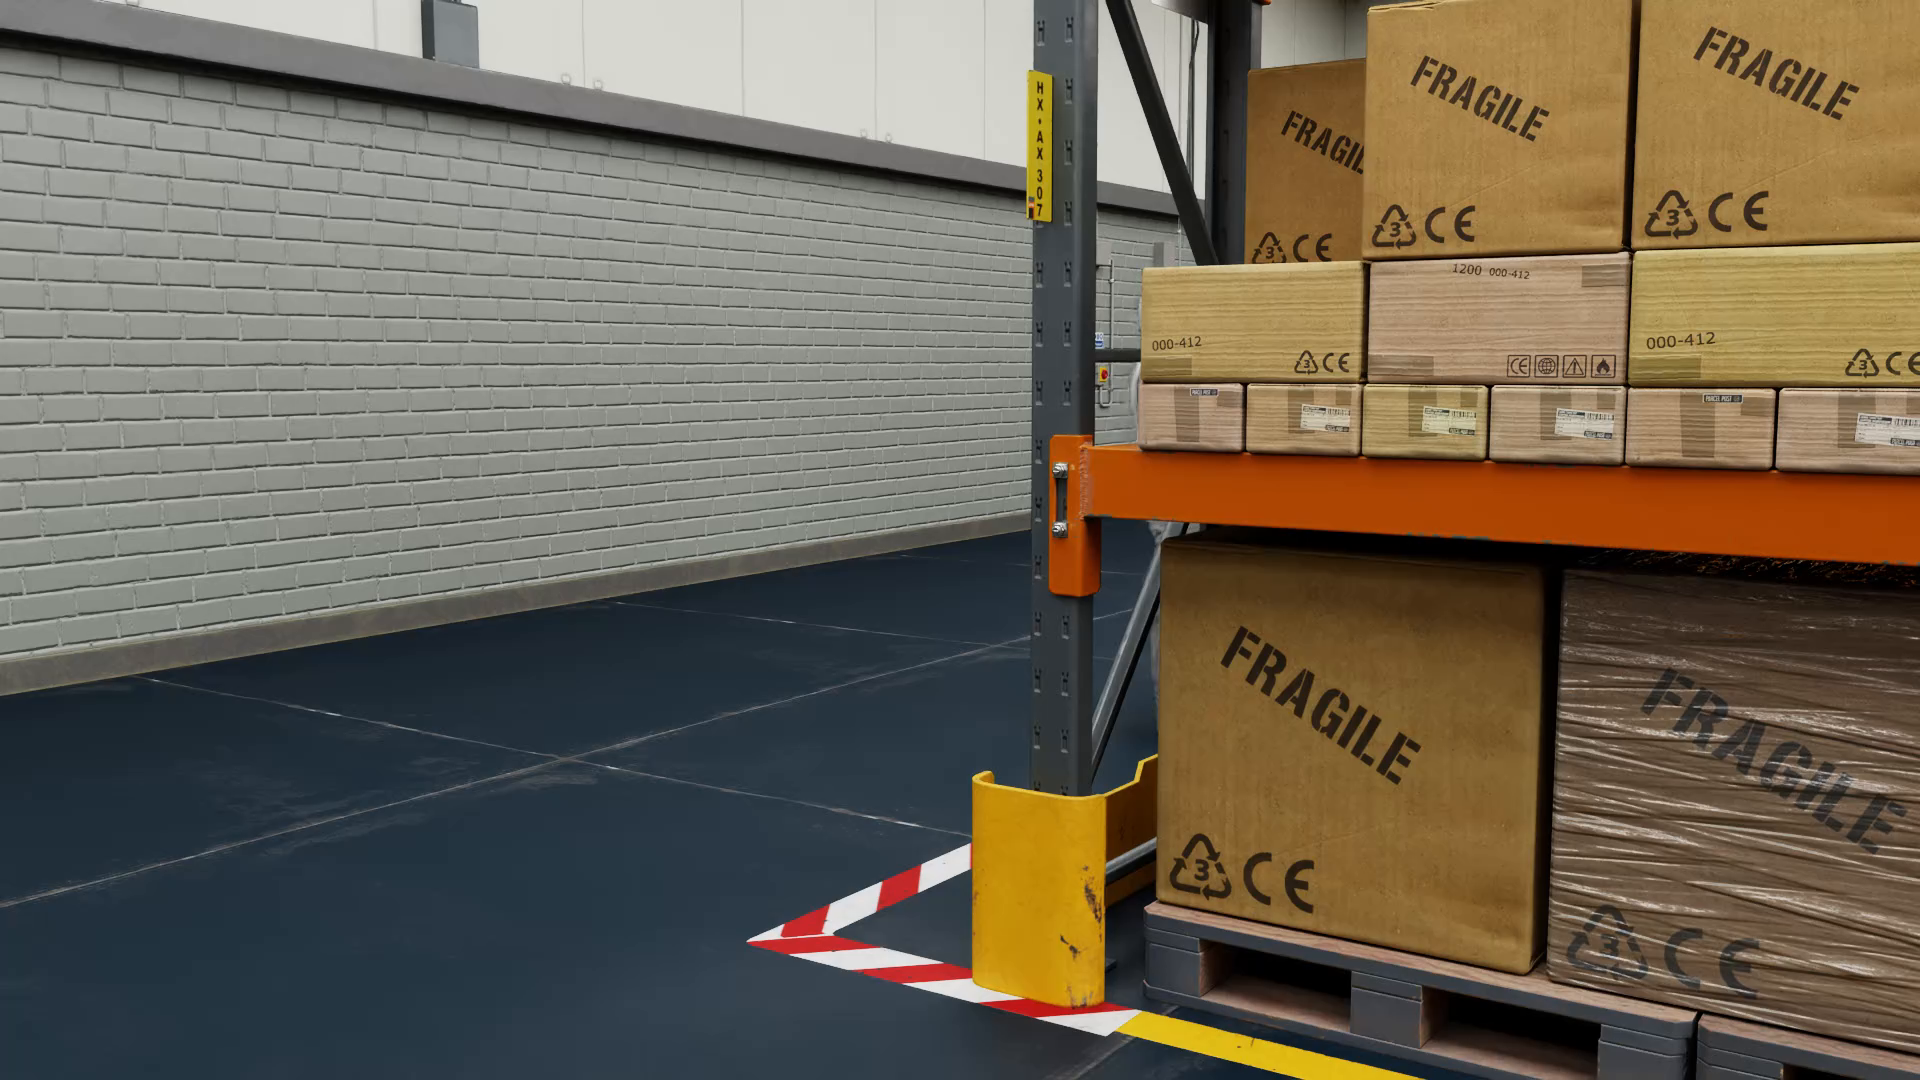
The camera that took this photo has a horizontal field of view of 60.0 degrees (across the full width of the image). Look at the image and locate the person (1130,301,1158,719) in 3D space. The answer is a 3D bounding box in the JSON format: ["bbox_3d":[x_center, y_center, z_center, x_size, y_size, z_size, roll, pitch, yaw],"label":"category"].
[{"bbox_3d":[0.930,-0.135,6.779,0.481,1.791,0.576,1,6,8],"label":"person"}]
